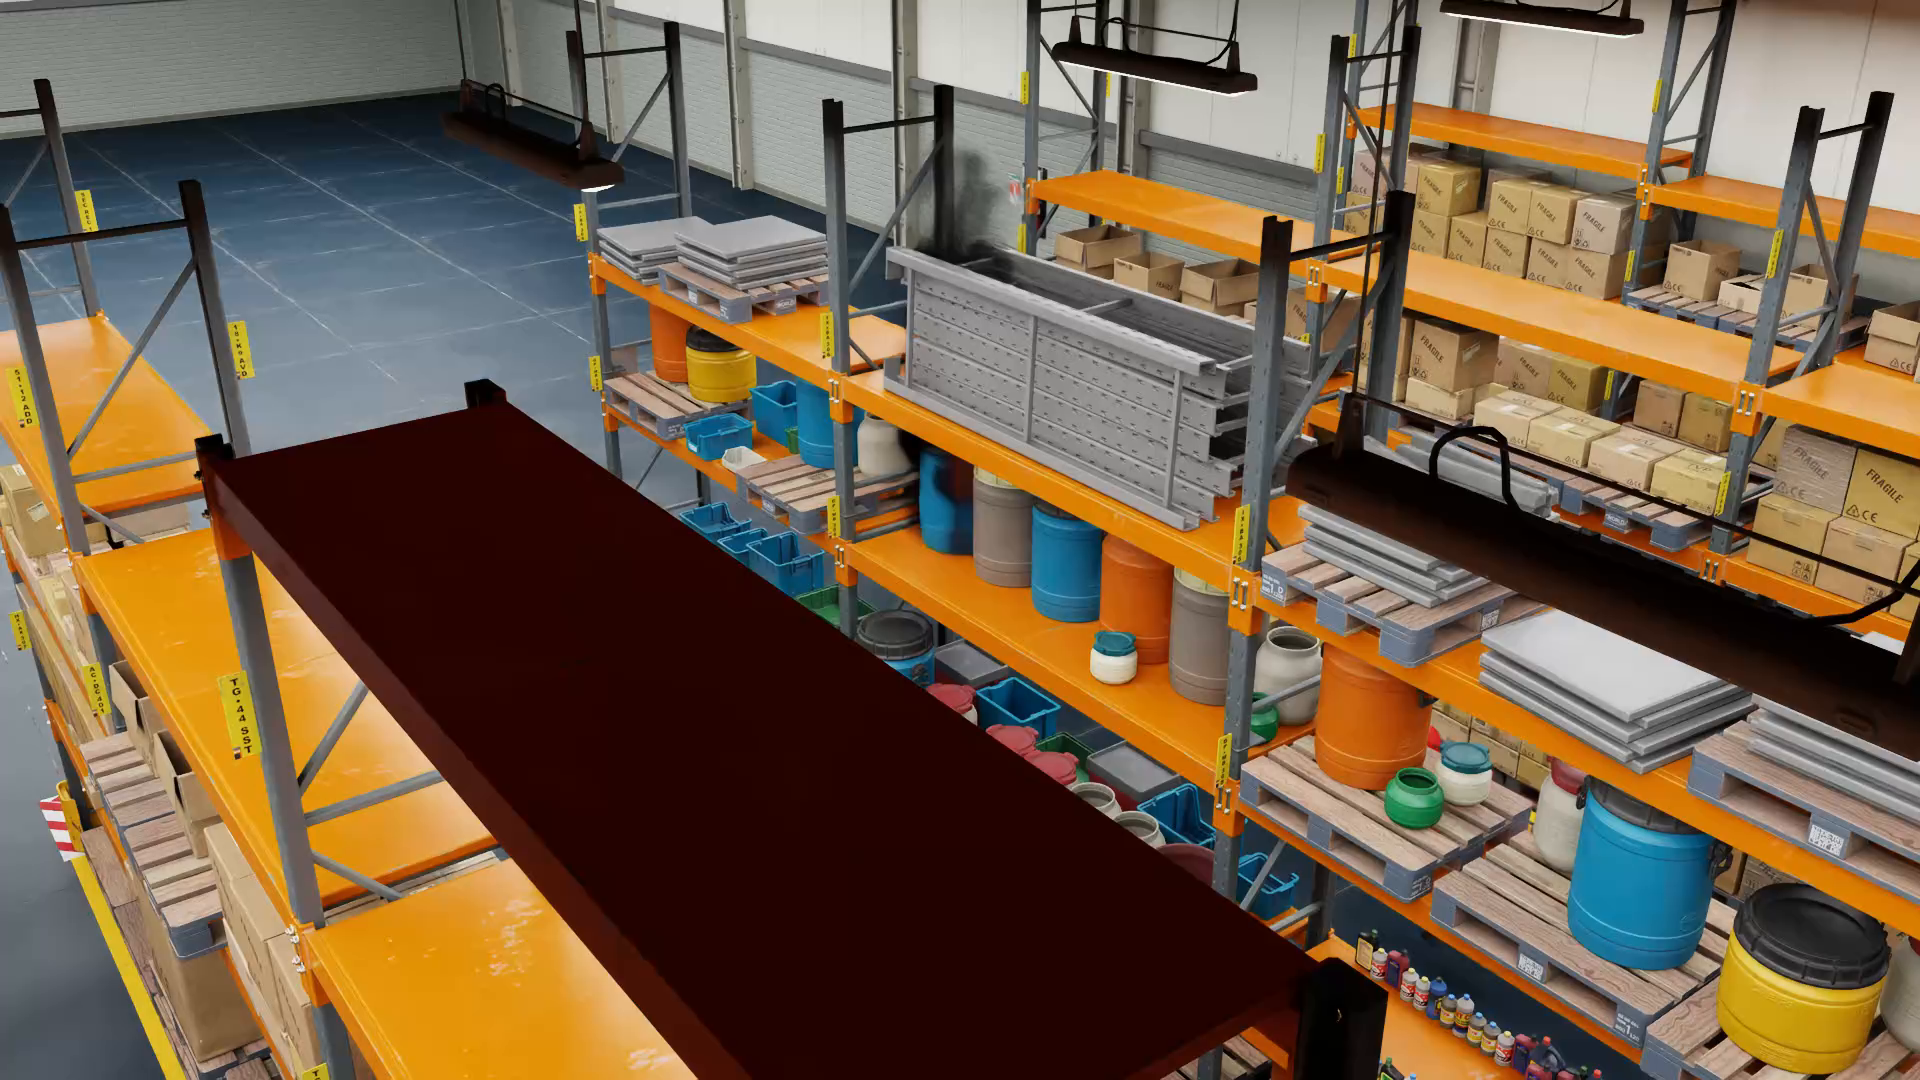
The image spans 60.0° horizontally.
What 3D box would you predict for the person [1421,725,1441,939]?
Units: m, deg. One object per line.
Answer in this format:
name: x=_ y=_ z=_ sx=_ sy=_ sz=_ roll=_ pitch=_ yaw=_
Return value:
person: x=3.288 y=2.084 z=12.043 sx=0.648 sy=1.658 sz=0.856 roll=-14 pitch=28 yaw=-28
